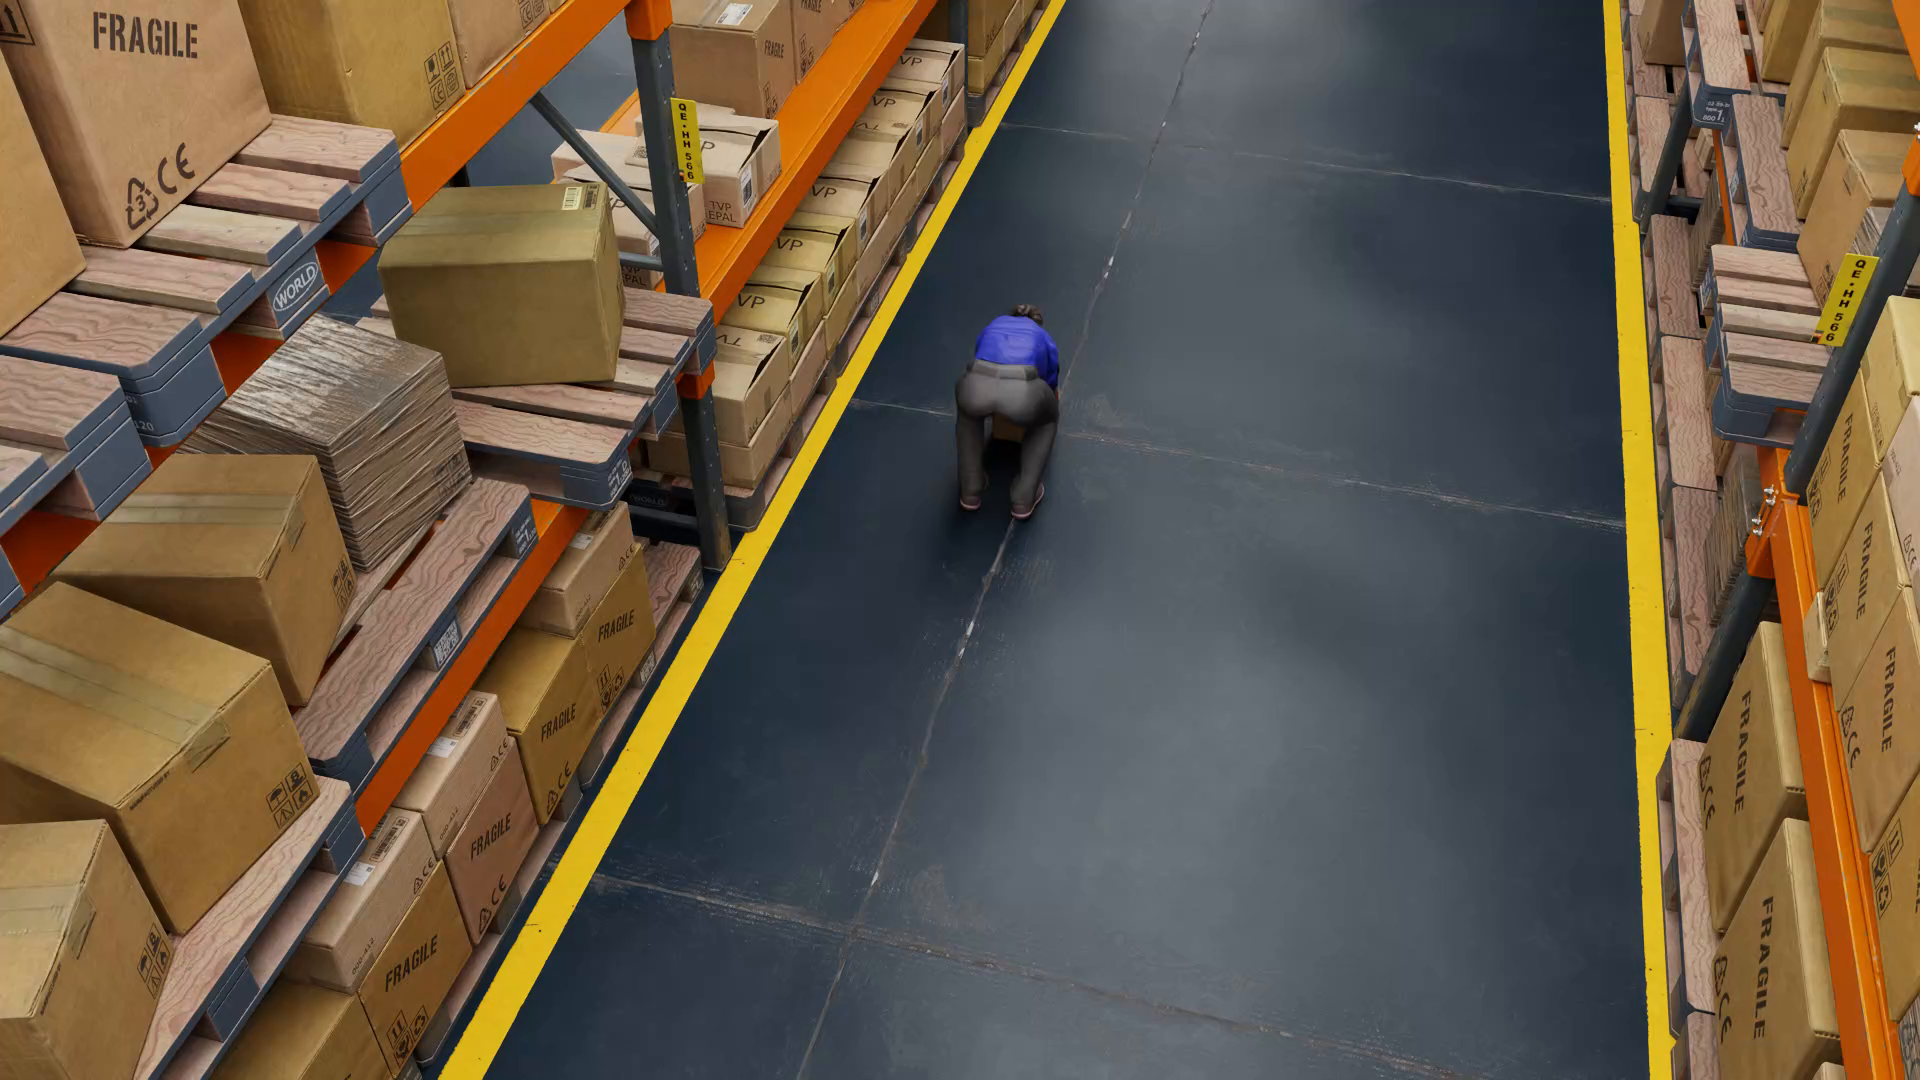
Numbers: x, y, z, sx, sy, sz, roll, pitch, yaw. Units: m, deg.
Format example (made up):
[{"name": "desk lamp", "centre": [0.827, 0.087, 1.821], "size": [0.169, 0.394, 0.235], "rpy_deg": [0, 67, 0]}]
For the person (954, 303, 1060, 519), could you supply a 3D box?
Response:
[{"name": "person", "centre": [0.220, -0.621, 7.473], "size": [0.465, 0.864, 0.866], "rpy_deg": [8, 42, 9]}]
